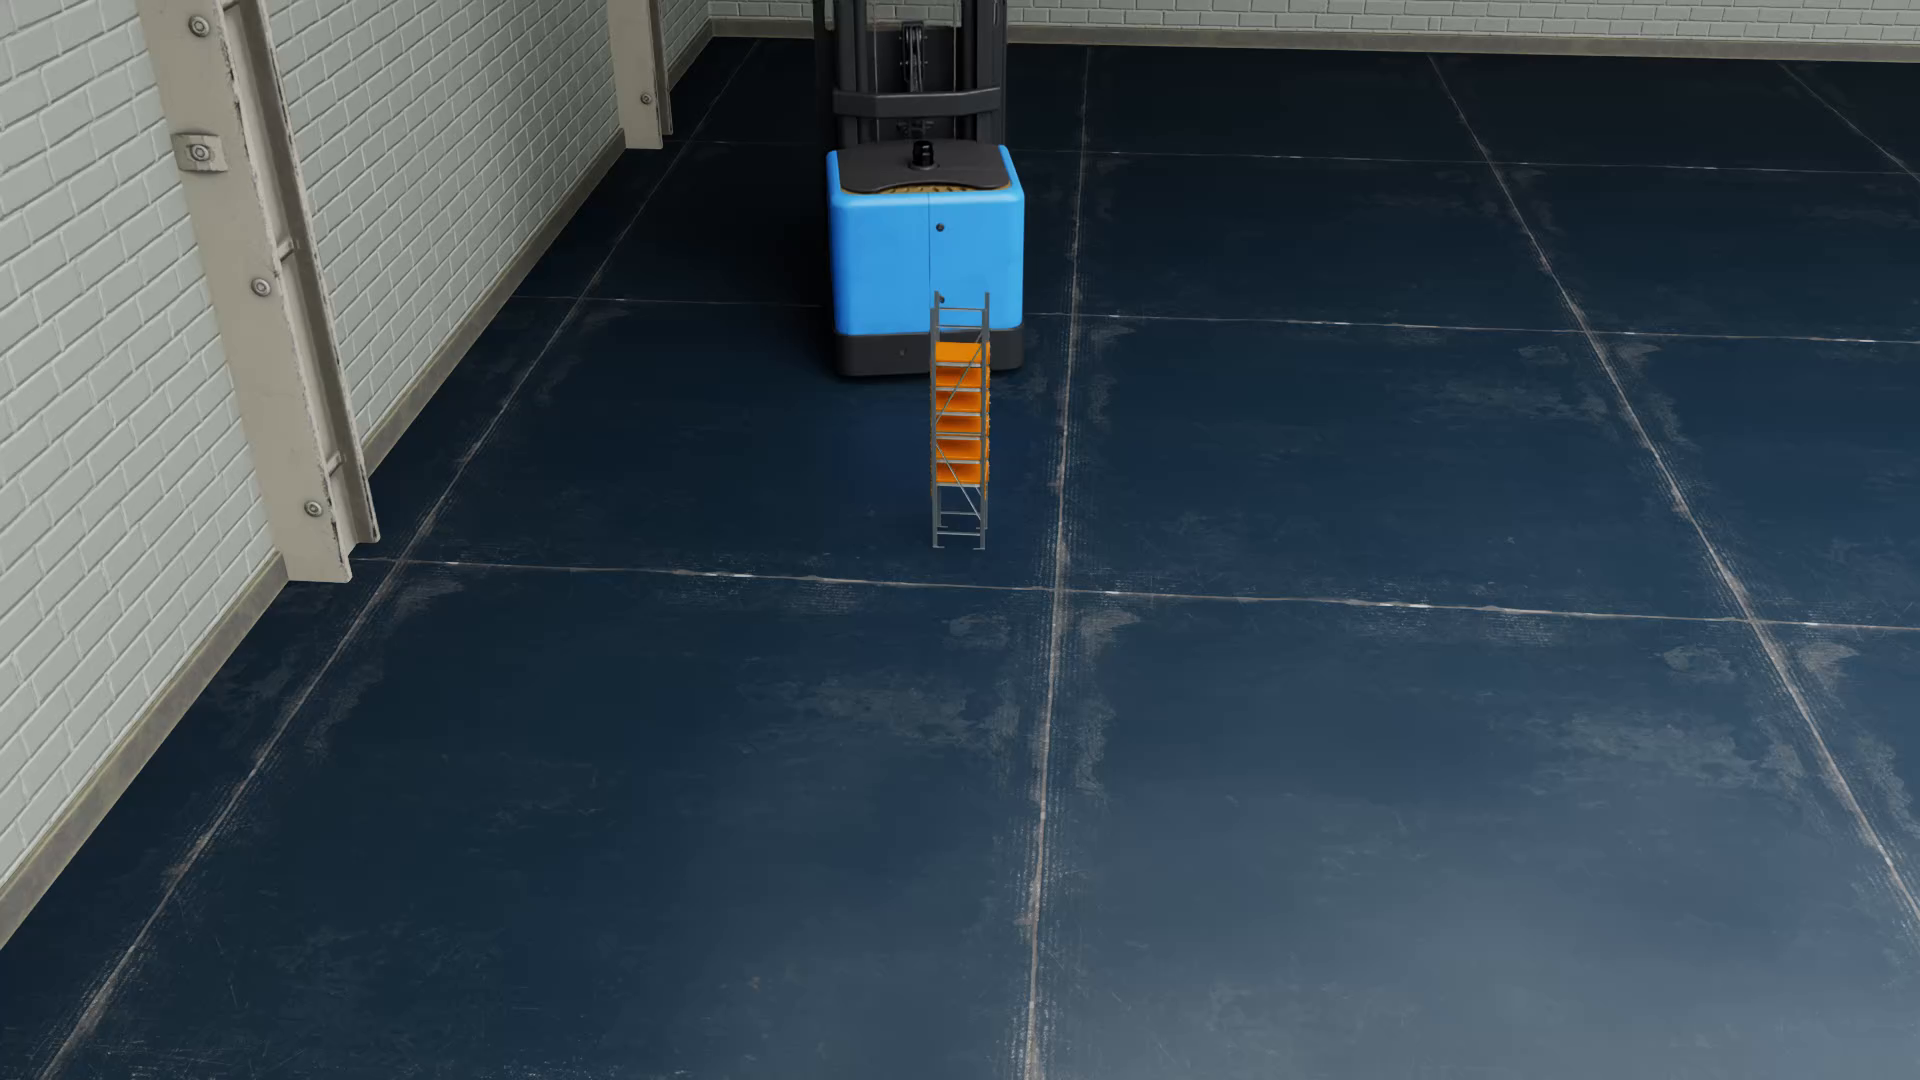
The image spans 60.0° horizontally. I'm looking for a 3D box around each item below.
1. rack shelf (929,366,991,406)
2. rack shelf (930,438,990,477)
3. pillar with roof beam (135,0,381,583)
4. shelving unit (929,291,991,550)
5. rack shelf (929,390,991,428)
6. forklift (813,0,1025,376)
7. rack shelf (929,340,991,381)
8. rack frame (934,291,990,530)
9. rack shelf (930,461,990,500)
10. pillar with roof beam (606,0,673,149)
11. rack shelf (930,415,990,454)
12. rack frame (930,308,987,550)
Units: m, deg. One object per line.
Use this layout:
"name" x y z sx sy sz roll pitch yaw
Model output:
"rack shelf" 0.001 -0.685 7.345 0.258 0.103 0.180 2 32 4
"rack shelf" 0.001 -0.378 7.534 0.258 0.103 0.180 2 32 4
"pillar with roof beam" 1.414 -3.566 4.959 9.100 9.000 0.400 2 32 4
"shelving unit" 0.001 -0.518 7.447 0.258 1.200 0.189 2 32 4
"rack shelf" 0.001 -0.583 7.408 0.258 0.103 0.180 2 32 4
"forklift" -0.305 -2.891 9.648 1.130 2.935 3.031 -3 32 -5
"rack shelf" 0.001 -0.787 7.282 0.258 0.103 0.180 2 32 4
"rack frame" 0.009 -0.566 7.525 0.240 1.200 0.006 2 32 4
"rack shelf" 0.001 -0.276 7.597 0.258 0.103 0.180 2 32 4
"pillar with roof beam" 1.903 -6.703 10.050 9.100 9.000 0.400 2 32 4
"rack shelf" 0.001 -0.481 7.471 0.258 0.103 0.180 2 32 4
"rack frame" -0.006 -0.471 7.370 0.240 1.200 0.006 2 32 4
